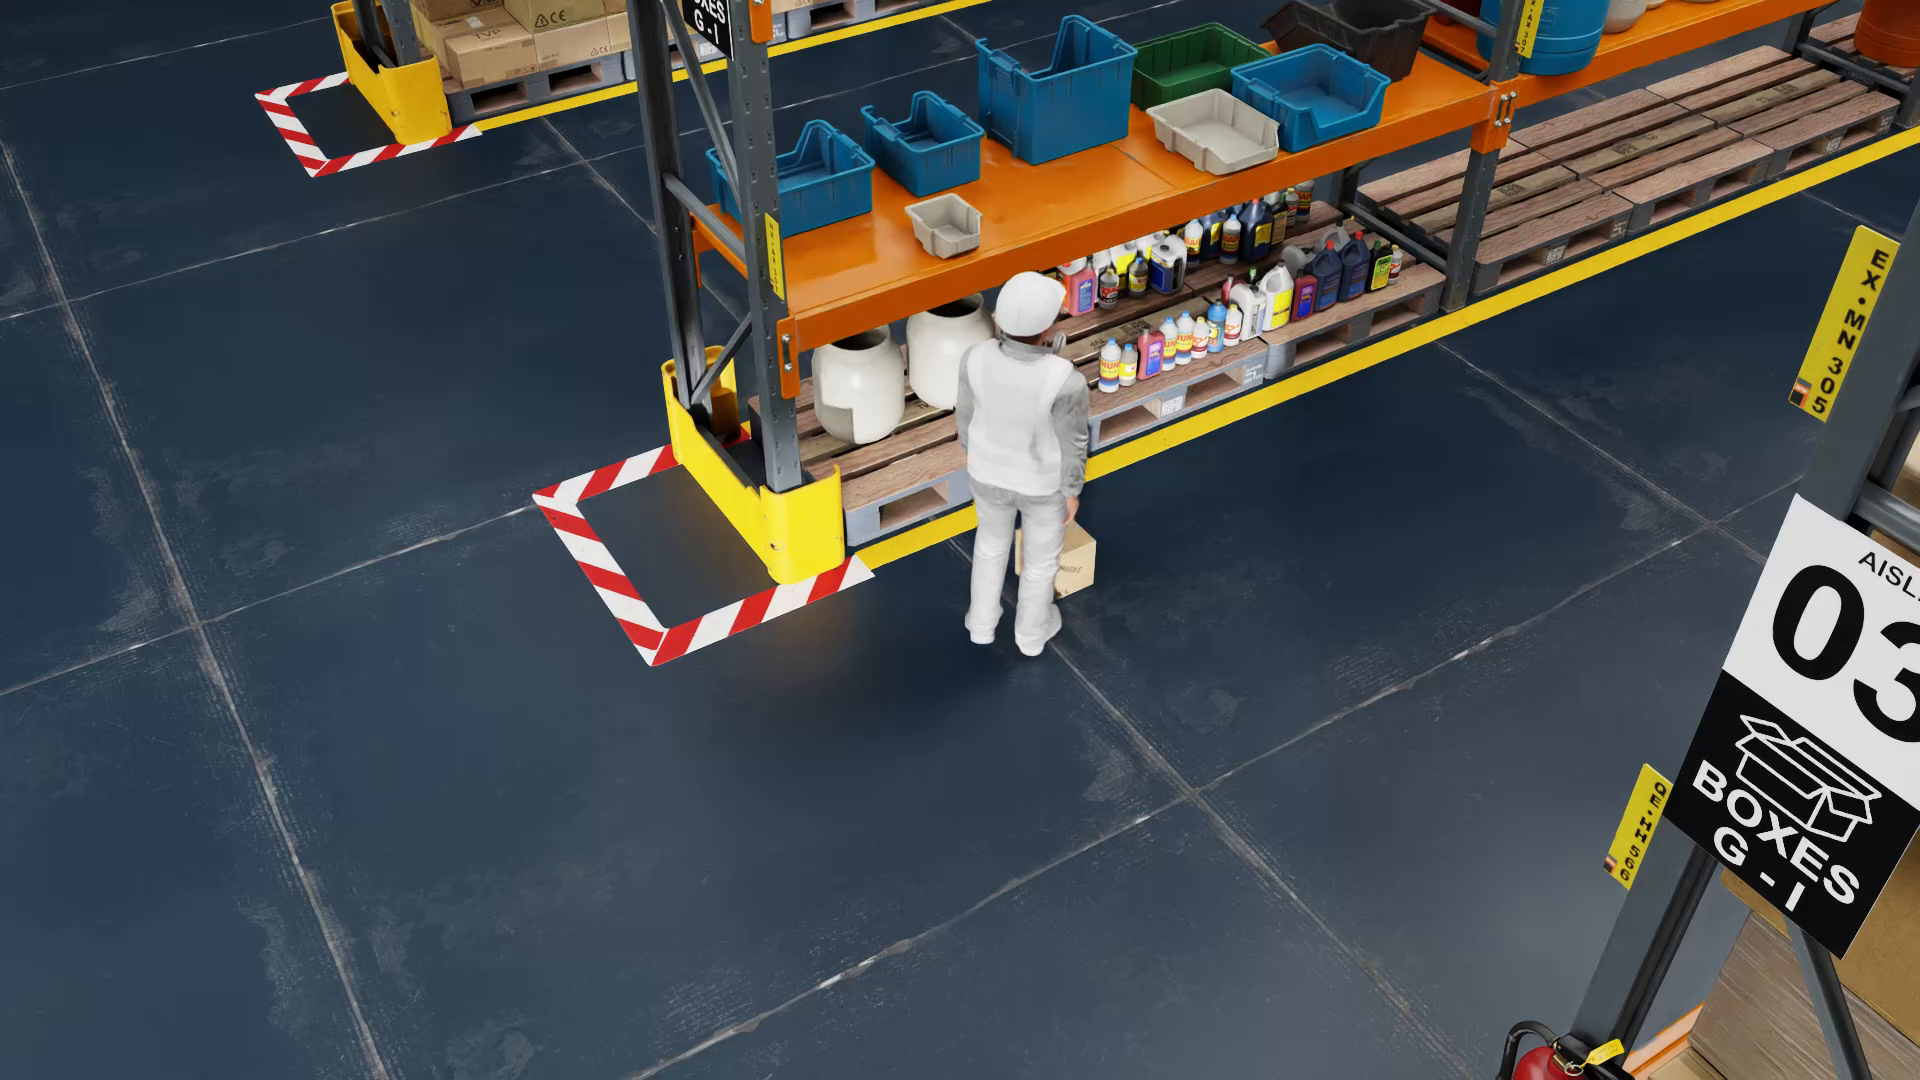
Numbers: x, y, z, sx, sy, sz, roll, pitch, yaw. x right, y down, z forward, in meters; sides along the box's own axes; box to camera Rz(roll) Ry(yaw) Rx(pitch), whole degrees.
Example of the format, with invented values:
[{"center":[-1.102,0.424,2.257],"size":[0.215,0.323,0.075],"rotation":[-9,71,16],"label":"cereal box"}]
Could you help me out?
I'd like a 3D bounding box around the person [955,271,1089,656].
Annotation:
[{"center":[0.251,-0.267,6.447],"size":[0.543,1.806,0.378],"rotation":[17,43,19],"label":"person"}]
